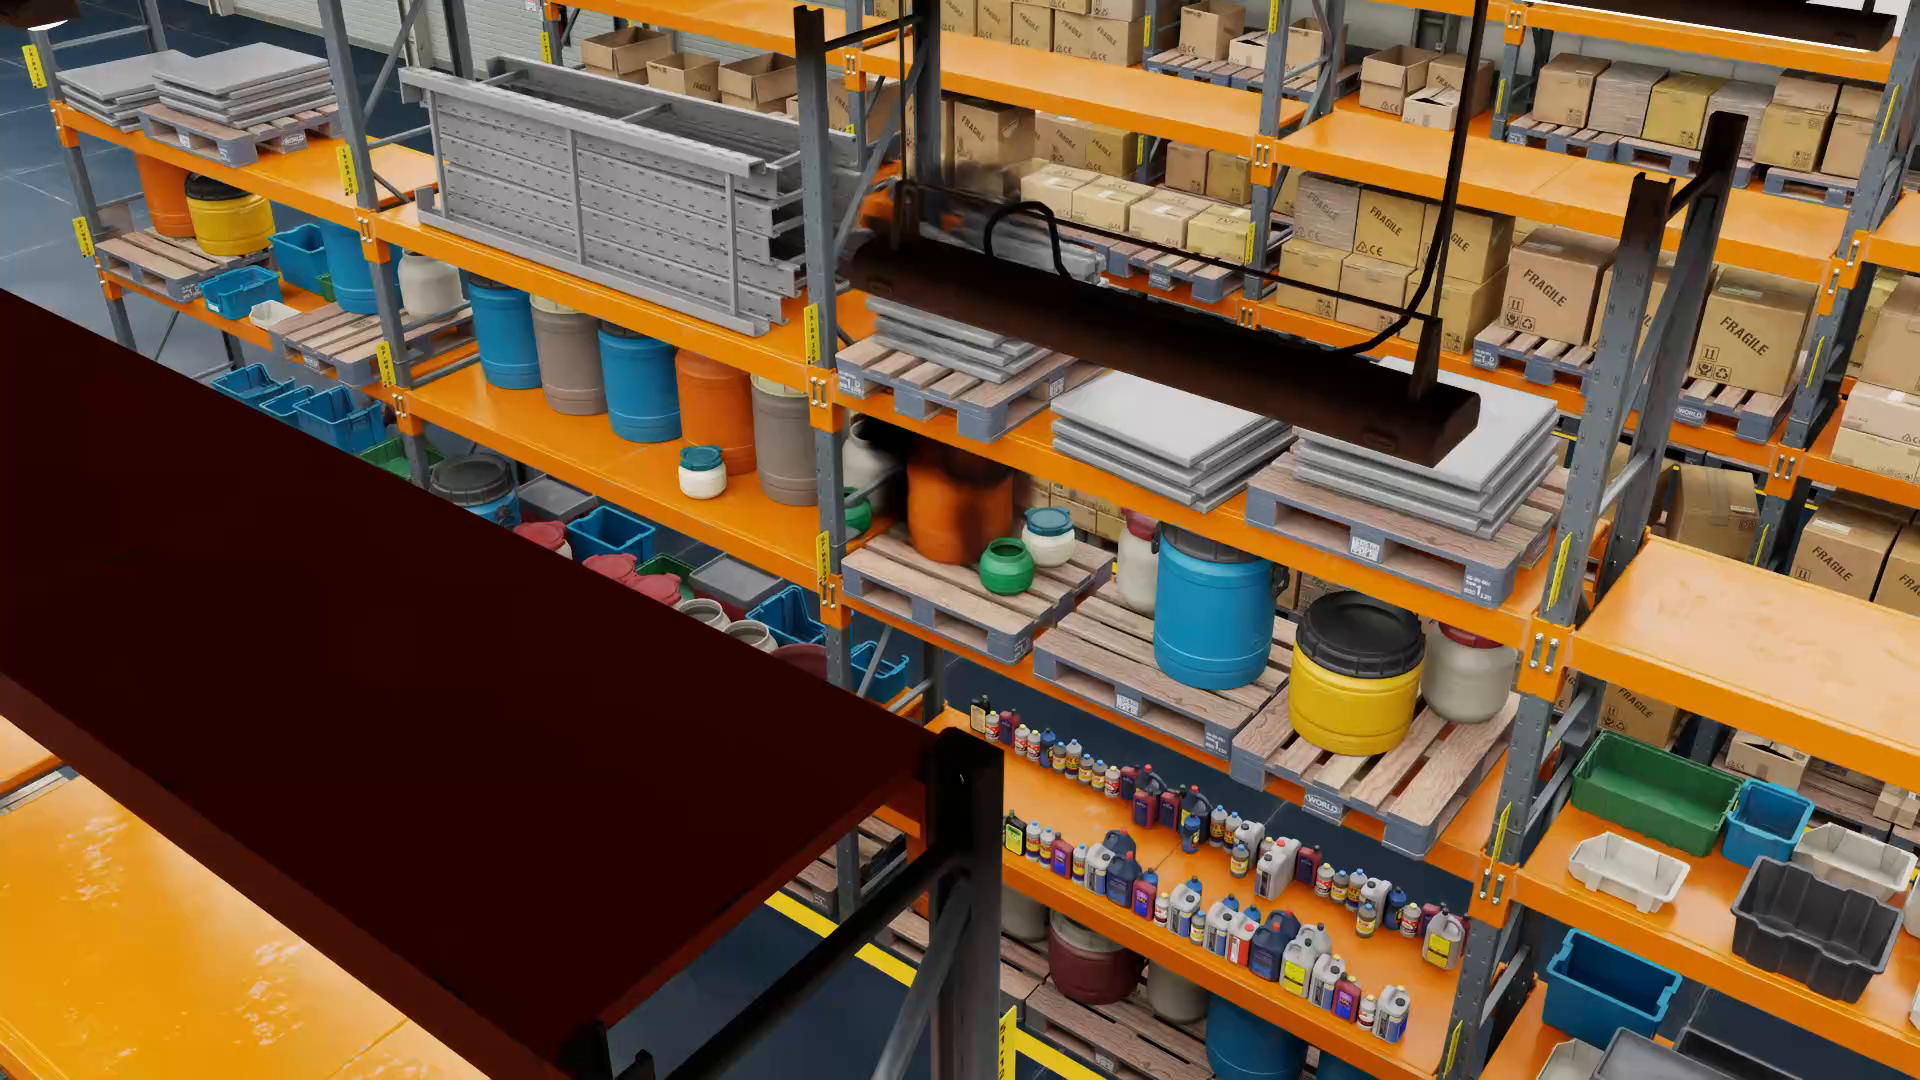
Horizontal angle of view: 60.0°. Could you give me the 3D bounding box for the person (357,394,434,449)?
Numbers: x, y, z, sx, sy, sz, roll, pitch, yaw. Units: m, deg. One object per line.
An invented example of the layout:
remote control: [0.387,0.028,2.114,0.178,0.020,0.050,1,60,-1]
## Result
person: [-5.407,-1.308,15.754,1.028,1.729,0.641,10,33,16]
